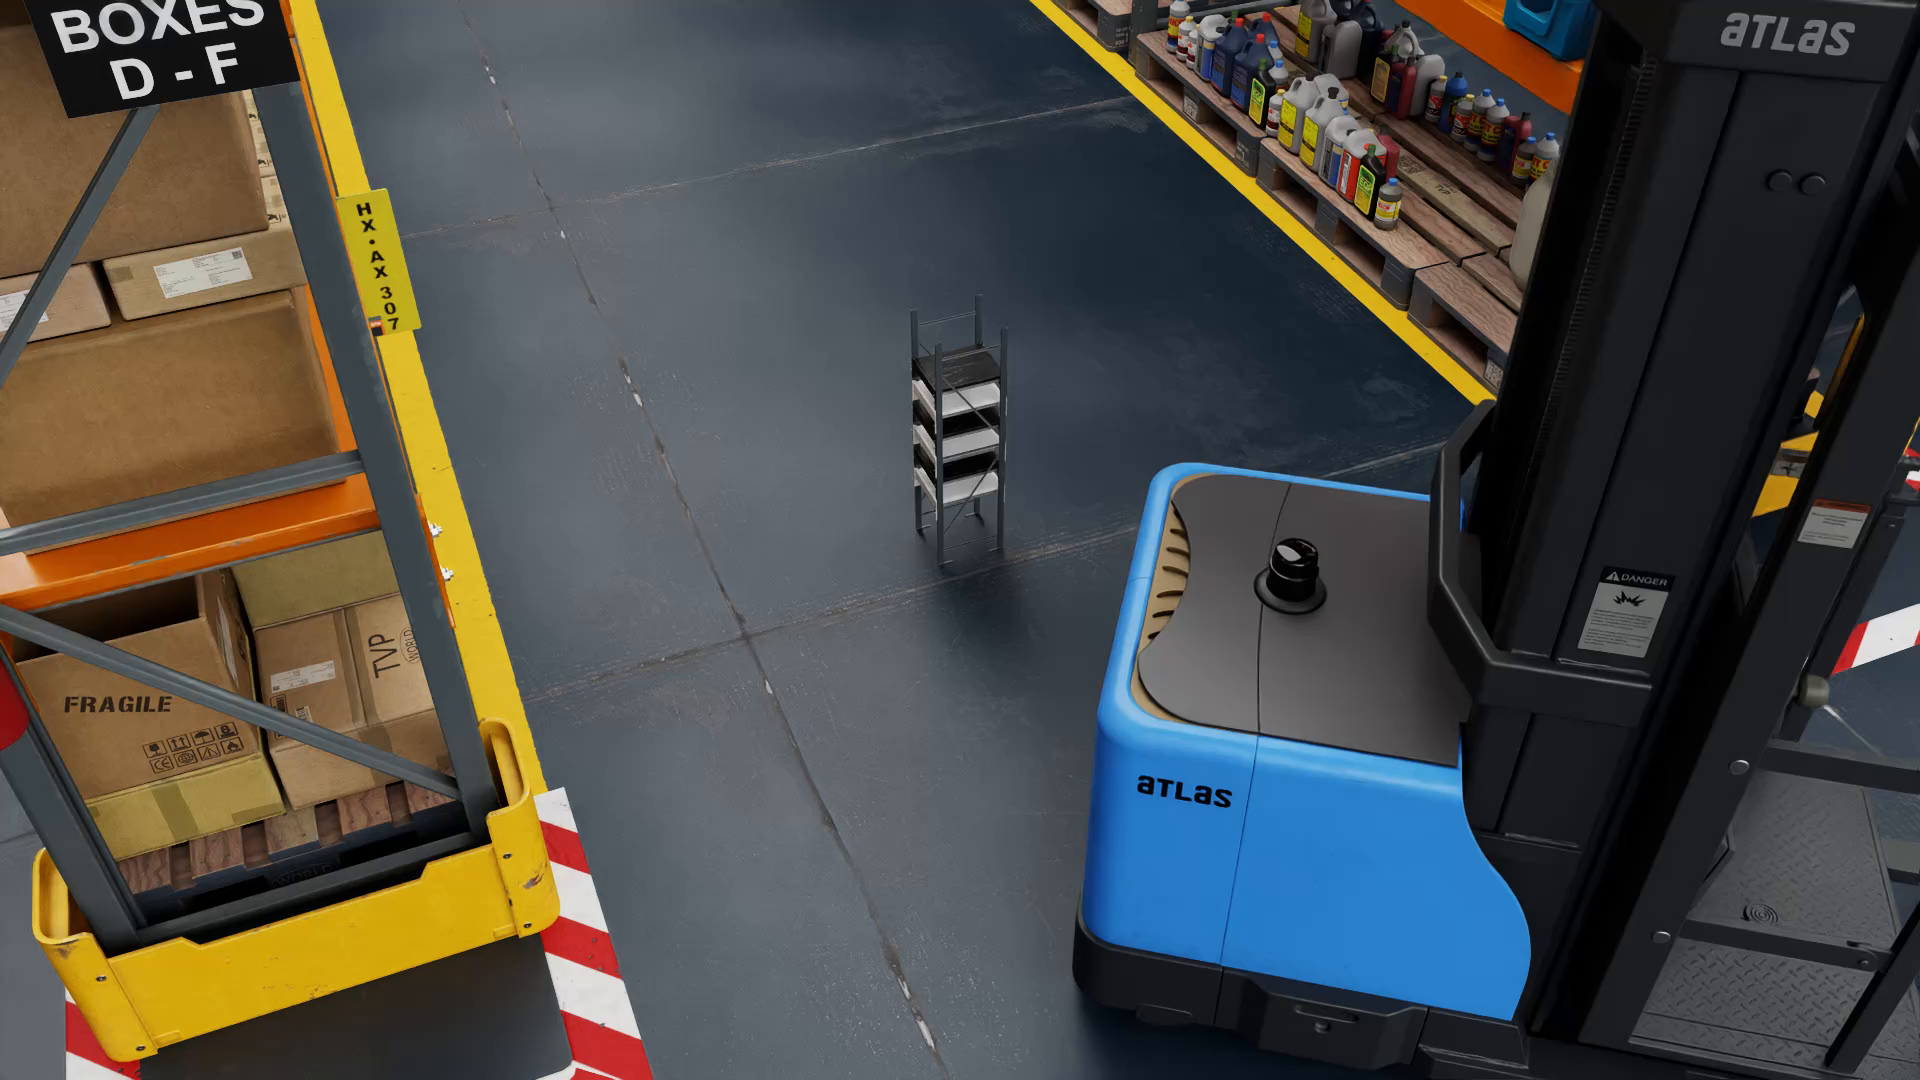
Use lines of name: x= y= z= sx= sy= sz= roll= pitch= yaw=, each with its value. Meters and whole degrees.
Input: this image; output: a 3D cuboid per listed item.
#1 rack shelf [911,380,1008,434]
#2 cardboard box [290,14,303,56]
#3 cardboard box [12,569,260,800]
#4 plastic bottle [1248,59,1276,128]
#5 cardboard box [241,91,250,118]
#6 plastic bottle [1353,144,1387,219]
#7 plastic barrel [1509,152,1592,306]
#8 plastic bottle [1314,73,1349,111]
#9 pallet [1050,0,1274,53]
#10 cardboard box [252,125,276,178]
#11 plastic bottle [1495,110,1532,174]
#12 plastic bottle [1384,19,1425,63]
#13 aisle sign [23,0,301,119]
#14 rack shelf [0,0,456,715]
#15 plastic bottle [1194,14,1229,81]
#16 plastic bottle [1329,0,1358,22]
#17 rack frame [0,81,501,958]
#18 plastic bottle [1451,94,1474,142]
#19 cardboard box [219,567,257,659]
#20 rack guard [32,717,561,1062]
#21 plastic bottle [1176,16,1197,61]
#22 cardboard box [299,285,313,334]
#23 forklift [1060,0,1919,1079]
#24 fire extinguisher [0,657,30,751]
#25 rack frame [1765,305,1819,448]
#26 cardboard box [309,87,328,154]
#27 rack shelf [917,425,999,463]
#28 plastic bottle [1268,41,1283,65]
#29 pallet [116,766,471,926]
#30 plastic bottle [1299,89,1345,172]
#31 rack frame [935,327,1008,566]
rack shelf: x=-0.003 y=-0.457 z=5.367 sx=0.258 sy=0.077 sz=0.200 roll=-15 pitch=43 yaw=-17
cardboard box: x=-3.337 y=-2.418 z=7.618 sx=0.500 sy=0.311 sz=0.500 roll=-16 pitch=43 yaw=-17
cardboard box: x=-2.172 y=0.285 z=4.329 sx=0.500 sy=0.500 sz=0.500 roll=-15 pitch=43 yaw=-17
plastic bottle: x=1.377 y=-2.032 z=7.558 sx=0.061 sy=0.283 sz=0.133 roll=-13 pitch=42 yaw=-15
cardboard box: x=-2.086 y=-1.226 z=3.804 sx=0.700 sy=0.500 sz=0.500 roll=-16 pitch=43 yaw=-18
plastic bottle: x=1.716 y=-1.498 z=6.937 sx=0.061 sy=0.283 sz=0.133 roll=-14 pitch=43 yaw=-16
plastic barrel: x=2.371 y=-1.194 z=6.423 sx=0.421 sy=0.512 sz=0.421 roll=0 pitch=41 yaw=0
plastic bottle: x=1.643 y=-1.935 z=7.451 sx=0.152 sy=0.276 sz=0.135 roll=-15 pitch=43 yaw=-17
pallet: x=1.019 y=-3.114 z=9.209 sx=1.003 sy=0.211 sz=1.213 roll=-15 pitch=43 yaw=-17
cardboard box: x=-1.747 y=-0.797 z=3.802 sx=0.389 sy=0.149 sz=0.264 roll=-15 pitch=43 yaw=-16
plastic bottle: x=2.410 y=-1.746 z=7.226 sx=0.061 sy=0.283 sz=0.133 roll=-14 pitch=43 yaw=-16
plastic bottle: x=2.065 y=-2.244 z=7.753 sx=0.144 sy=0.351 sz=0.185 roll=-15 pitch=43 yaw=-17
aisle sign: x=-1.384 y=-1.087 z=2.720 sx=0.394 sy=0.787 sz=0.004 roll=-15 pitch=43 yaw=-17
rack shelf: x=-2.457 y=-0.997 z=5.160 sx=1.077 sy=0.370 sz=4.000 roll=-15 pitch=43 yaw=-17
plastic bottle: x=1.221 y=-2.353 z=7.937 sx=0.152 sy=0.276 sz=0.135 roll=-14 pitch=43 yaw=-15
plastic bottle: x=1.868 y=-2.554 z=8.114 sx=0.144 sy=0.351 sz=0.185 roll=-16 pitch=43 yaw=-18
rack frame: x=-1.692 y=-0.065 z=3.525 sx=1.000 sy=3.000 sz=0.127 roll=-15 pitch=43 yaw=-17
plastic bottle: x=2.272 y=-1.901 z=7.468 sx=0.097 sy=0.201 sz=0.097 roll=0 pitch=41 yaw=0
cardboard box: x=-2.373 y=0.271 z=4.921 sx=0.500 sy=0.250 sz=0.500 roll=-15 pitch=43 yaw=-17
rack guard: x=-1.683 y=0.897 z=4.323 sx=1.175 sy=0.500 sz=0.348 roll=-15 pitch=43 yaw=-17
plastic bottle: x=1.111 y=-2.451 z=8.109 sx=0.097 sy=0.201 sz=0.097 roll=0 pitch=41 yaw=0
cardboard box: x=-2.064 y=-0.702 z=4.189 sx=0.700 sy=0.500 sz=0.500 roll=-14 pitch=43 yaw=-16
forklift: x=1.836 y=0.070 z=3.420 sx=3.031 sy=2.935 sz=1.130 roll=15 pitch=43 yaw=17
fire extinguisher: x=-2.076 y=0.152 z=3.333 sx=0.296 sy=0.674 sz=0.183 roll=-15 pitch=43 yaw=-17
rack frame: x=2.889 y=-1.299 z=4.960 sx=0.949 sy=2.616 sz=0.053 roll=-15 pitch=43 yaw=-17
cardboard box: x=-3.148 y=-1.896 z=7.441 sx=0.500 sy=0.250 sz=0.500 roll=-16 pitch=43 yaw=-18
rack shelf: x=-0.003 y=-0.336 z=5.471 sx=0.221 sy=0.026 sz=0.190 roll=-15 pitch=43 yaw=-17
plastic bottle: x=1.448 y=-2.193 z=7.755 sx=0.097 sy=0.271 sz=0.097 roll=0 pitch=41 yaw=0
pallet: x=-2.024 y=0.542 z=4.958 sx=1.003 sy=0.211 sz=1.213 roll=-15 pitch=43 yaw=-17
plastic bottle: x=1.587 y=-1.799 z=7.235 sx=0.144 sy=0.351 sz=0.185 roll=-13 pitch=42 yaw=-15
rack frame: x=0.036 y=-0.285 z=5.391 sx=0.240 sy=0.900 sz=0.006 roll=-15 pitch=43 yaw=-17
